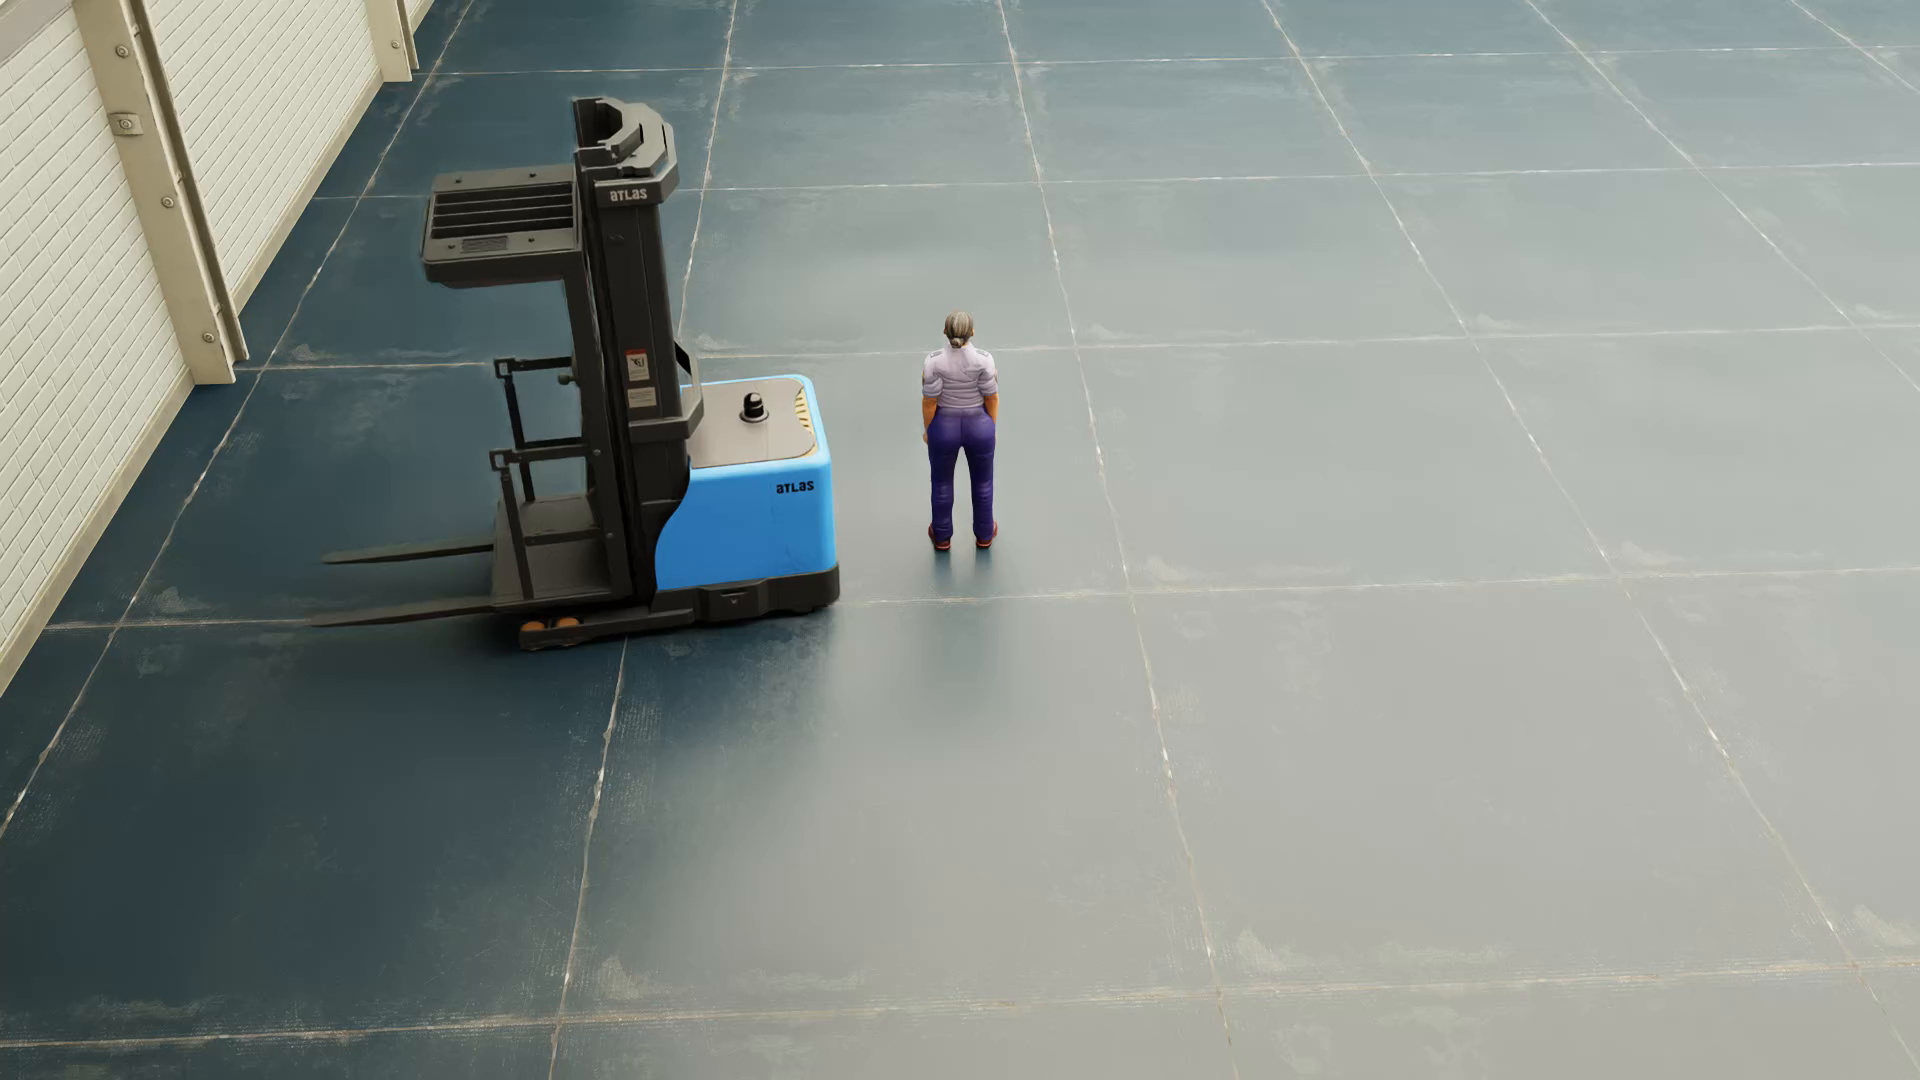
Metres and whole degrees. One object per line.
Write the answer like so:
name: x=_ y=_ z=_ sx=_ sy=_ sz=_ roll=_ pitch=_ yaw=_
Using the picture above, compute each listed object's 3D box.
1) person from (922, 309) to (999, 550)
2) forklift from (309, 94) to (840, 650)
person: x=0.009 y=-0.666 z=10.022 sx=0.476 sy=1.651 sz=0.361 roll=-2 pitch=36 yaw=-2
forklift: x=-2.284 y=-0.886 z=9.227 sx=3.031 sy=2.935 sz=1.130 roll=-7 pitch=37 yaw=-9
